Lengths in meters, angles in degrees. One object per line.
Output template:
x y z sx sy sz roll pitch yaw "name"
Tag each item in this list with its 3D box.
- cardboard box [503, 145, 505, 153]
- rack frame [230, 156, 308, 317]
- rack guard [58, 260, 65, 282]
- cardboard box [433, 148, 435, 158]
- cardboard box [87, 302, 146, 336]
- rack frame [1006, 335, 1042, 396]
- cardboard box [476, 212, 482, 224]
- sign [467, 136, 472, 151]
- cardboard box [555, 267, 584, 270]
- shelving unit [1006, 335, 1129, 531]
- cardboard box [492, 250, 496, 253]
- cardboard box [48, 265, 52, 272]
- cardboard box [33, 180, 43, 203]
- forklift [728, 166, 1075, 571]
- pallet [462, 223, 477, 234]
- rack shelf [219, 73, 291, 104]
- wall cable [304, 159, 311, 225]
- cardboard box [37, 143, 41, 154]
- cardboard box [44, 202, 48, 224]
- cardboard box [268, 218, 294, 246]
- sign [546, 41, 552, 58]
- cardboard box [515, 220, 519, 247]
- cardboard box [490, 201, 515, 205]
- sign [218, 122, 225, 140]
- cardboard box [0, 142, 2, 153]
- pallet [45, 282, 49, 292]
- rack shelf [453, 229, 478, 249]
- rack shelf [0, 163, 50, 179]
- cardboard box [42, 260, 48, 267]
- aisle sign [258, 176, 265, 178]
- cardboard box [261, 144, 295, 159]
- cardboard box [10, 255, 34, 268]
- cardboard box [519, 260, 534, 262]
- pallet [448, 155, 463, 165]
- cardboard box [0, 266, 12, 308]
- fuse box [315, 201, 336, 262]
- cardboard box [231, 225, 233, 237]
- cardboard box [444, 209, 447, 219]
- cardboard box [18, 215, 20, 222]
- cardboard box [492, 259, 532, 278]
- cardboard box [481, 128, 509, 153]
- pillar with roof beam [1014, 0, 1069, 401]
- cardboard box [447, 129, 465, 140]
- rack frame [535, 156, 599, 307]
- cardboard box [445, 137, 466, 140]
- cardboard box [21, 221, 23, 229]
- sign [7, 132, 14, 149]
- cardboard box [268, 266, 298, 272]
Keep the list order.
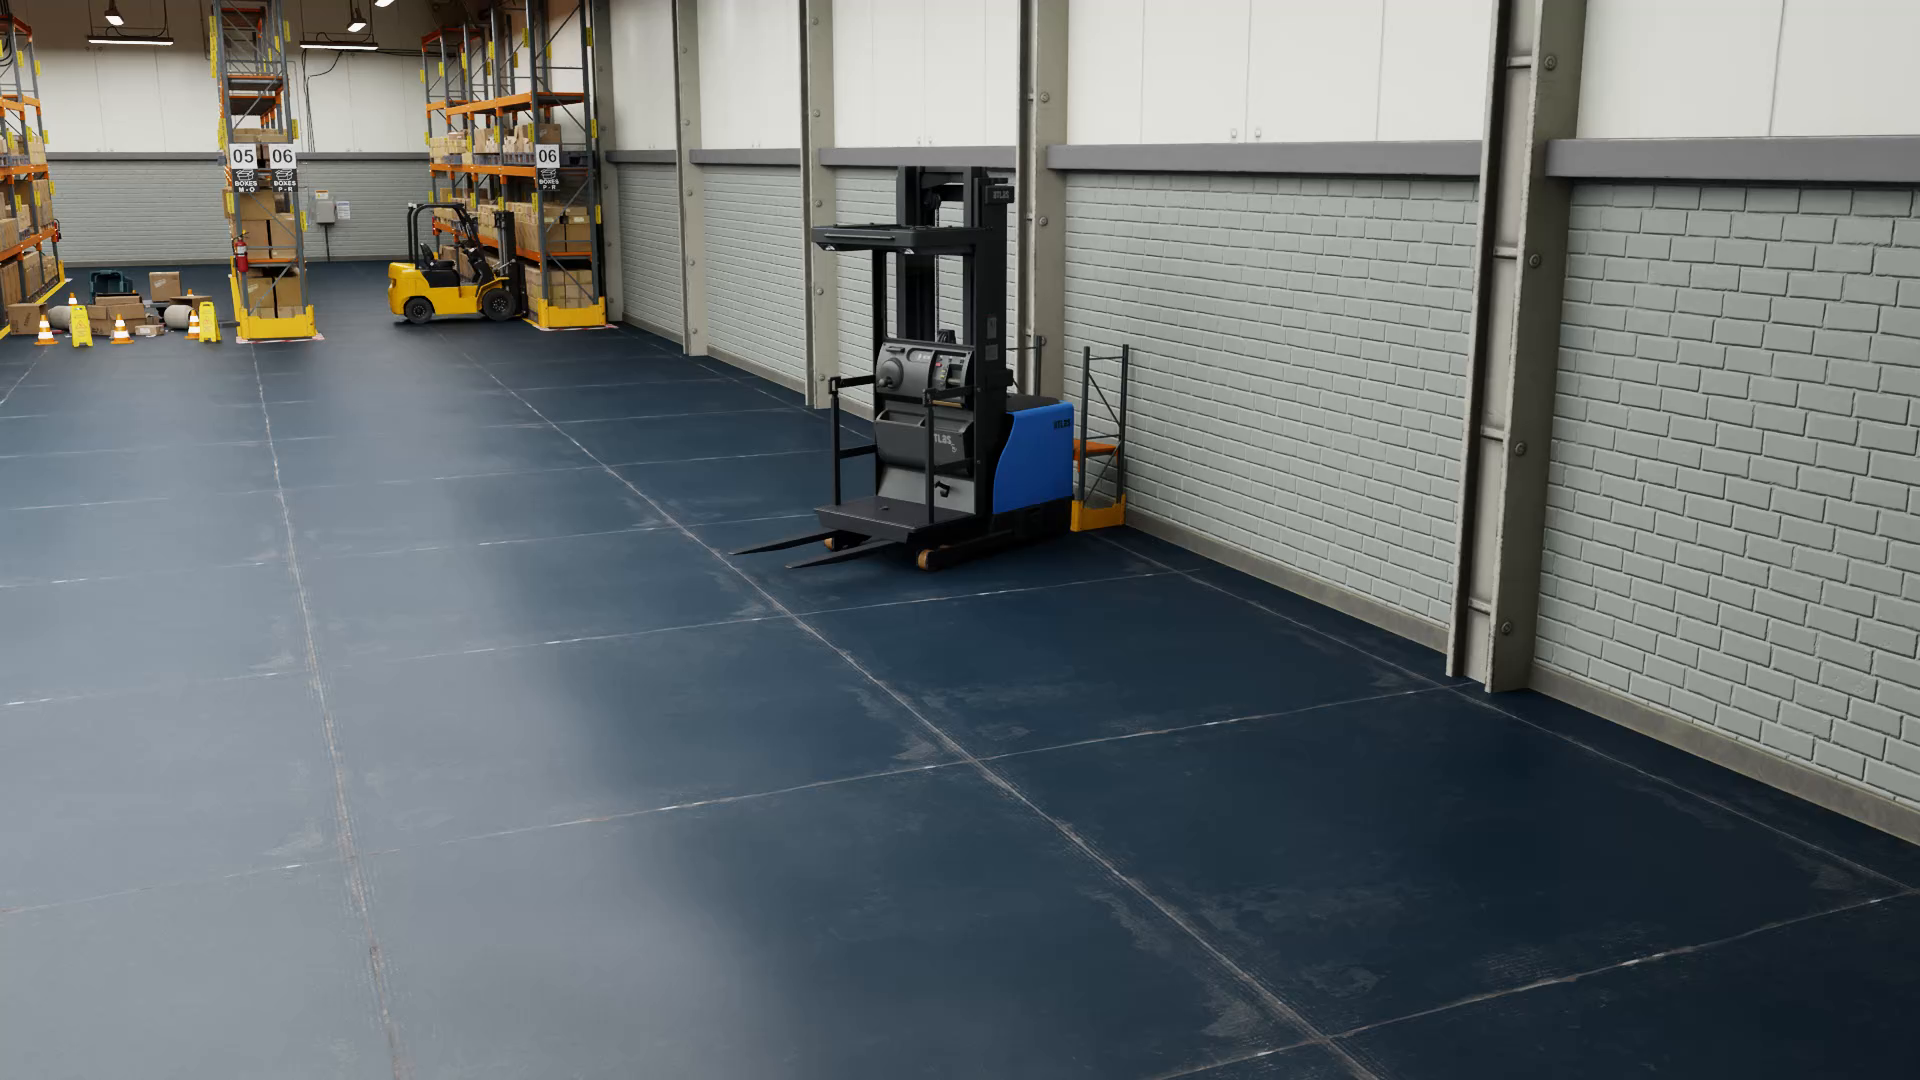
-8.749 -7.666 32.594 0.380 0.149 0.250 -5 14 -22 "cardboard box"
-11.595 -4.919 27.970 1.000 3.000 0.127 -6 14 -23 "rack frame"
-22.469 -6.523 40.445 1.175 0.500 0.348 -6 14 -23 "rack guard"
-13.308 -9.987 42.890 0.500 0.250 0.500 -5 14 -22 "cardboard box"
-14.618 -3.837 28.832 0.637 0.503 0.797 6 14 26 "cardboard box"
0.495 -1.004 14.343 0.500 1.500 0.032 -9 15 -41 "rack frame"
-10.322 -7.075 36.512 0.500 0.250 0.500 -6 14 -23 "cardboard box"
-10.751 -8.685 36.446 0.100 0.325 0.005 -6 14 -23 "sign"
-7.271 -4.939 31.008 0.500 0.250 0.500 -6 14 -23 "cardboard box"
0.826 -0.923 13.978 0.587 1.500 1.083 -9 15 -41 "shelving unit"
-10.743 -6.722 38.934 0.380 0.149 0.250 -6 14 -23 "cardboard box"
-21.376 -6.312 38.720 0.380 0.149 0.250 -5 14 -22 "cardboard box"
-21.249 -7.939 37.919 0.500 0.500 0.500 -5 14 -22 "cardboard box"
-0.417 -1.322 12.583 1.130 2.935 3.031 11 17 40 "forklift"
-10.589 -7.061 37.651 1.213 0.211 1.003 -6 14 -23 "pallet"
-12.396 -7.903 29.161 1.077 0.370 4.000 -6 14 -23 "rack shelf"
-18.989 -10.013 47.727 0.588 1.984 0.122 -6 14 -23 "wall cable"
-21.673 -9.105 38.627 0.500 0.250 0.500 -5 14 -22 "cardboard box"
-21.479 -7.566 38.526 0.500 0.500 0.500 -5 14 -20 "cardboard box"
-11.741 -5.342 28.918 0.500 0.500 0.500 -5 14 -21 "cardboard box"
-8.132 -9.694 32.877 0.100 0.325 0.005 -6 14 -23 "sign"
-8.284 -5.917 32.062 0.500 0.500 0.500 -6 14 -24 "cardboard box"
-10.316 -7.395 37.514 0.500 0.500 0.500 -5 14 -20 "cardboard box"
-13.704 -7.600 30.880 0.100 0.325 0.005 -6 14 -23 "sign"
-18.341 -7.533 31.239 0.500 0.500 0.500 -6 14 -23 "cardboard box"
-21.198 -5.707 37.561 1.003 0.211 1.213 -6 14 -23 "pallet"
-11.054 -7.083 38.919 1.077 0.370 4.000 -6 14 -23 "rack shelf"
-21.698 -8.454 38.189 1.077 0.370 4.000 -6 14 -23 "rack shelf"
-21.200 -6.347 38.214 0.380 0.149 0.250 -5 14 -22 "cardboard box"
-17.749 -9.534 42.145 0.394 0.787 0.004 -6 14 -23 "aisle sign"
-11.552 -6.580 28.168 0.500 0.250 0.500 -6 14 -24 "cardboard box"
-19.738 -5.828 34.849 0.500 0.250 0.500 -6 14 -23 "cardboard box"
-8.744 -5.418 33.077 0.500 0.250 0.500 -6 14 -24 "cardboard box"
-11.240 -8.862 38.772 1.213 0.211 1.003 -6 14 -23 "pallet"
-18.406 -4.706 31.107 1.050 0.750 0.750 -6 14 -23 "cardboard box"
-18.301 -8.919 48.112 0.539 1.711 0.414 -6 14 -23 "fuse box"
-15.459 -6.684 35.929 0.500 0.250 0.500 -5 14 -22 "cardboard box"
-12.684 -8.209 41.857 0.500 0.250 0.500 -6 14 -23 "cardboard box"
-19.725 -6.663 34.473 0.380 0.149 0.250 -6 14 -23 "cardboard box"
-9.477 -5.665 35.529 0.875 0.625 0.625 -6 14 -25 "cardboard box"
-9.778 -8.402 34.994 0.500 0.500 0.500 -5 14 -22 "cardboard box"
-3.235 -4.408 12.460 9.100 9.000 0.400 -6 14 -23 "pillar with roof beam"
-12.054 -9.692 39.769 0.396 0.266 0.258 -6 14 -24 "cardboard box"
-7.048 -5.368 29.911 1.000 3.000 0.127 -6 14 -23 "rack frame"
-12.278 -9.706 40.568 0.500 0.250 0.500 -6 14 -23 "cardboard box"
-19.925 -6.624 34.964 0.380 0.149 0.250 -6 14 -25 "cardboard box"
-18.783 -7.904 32.894 0.100 0.325 0.005 -6 14 -23 "sign"
-12.714 -4.878 31.296 0.500 0.500 0.500 -6 14 -24 "cardboard box"
